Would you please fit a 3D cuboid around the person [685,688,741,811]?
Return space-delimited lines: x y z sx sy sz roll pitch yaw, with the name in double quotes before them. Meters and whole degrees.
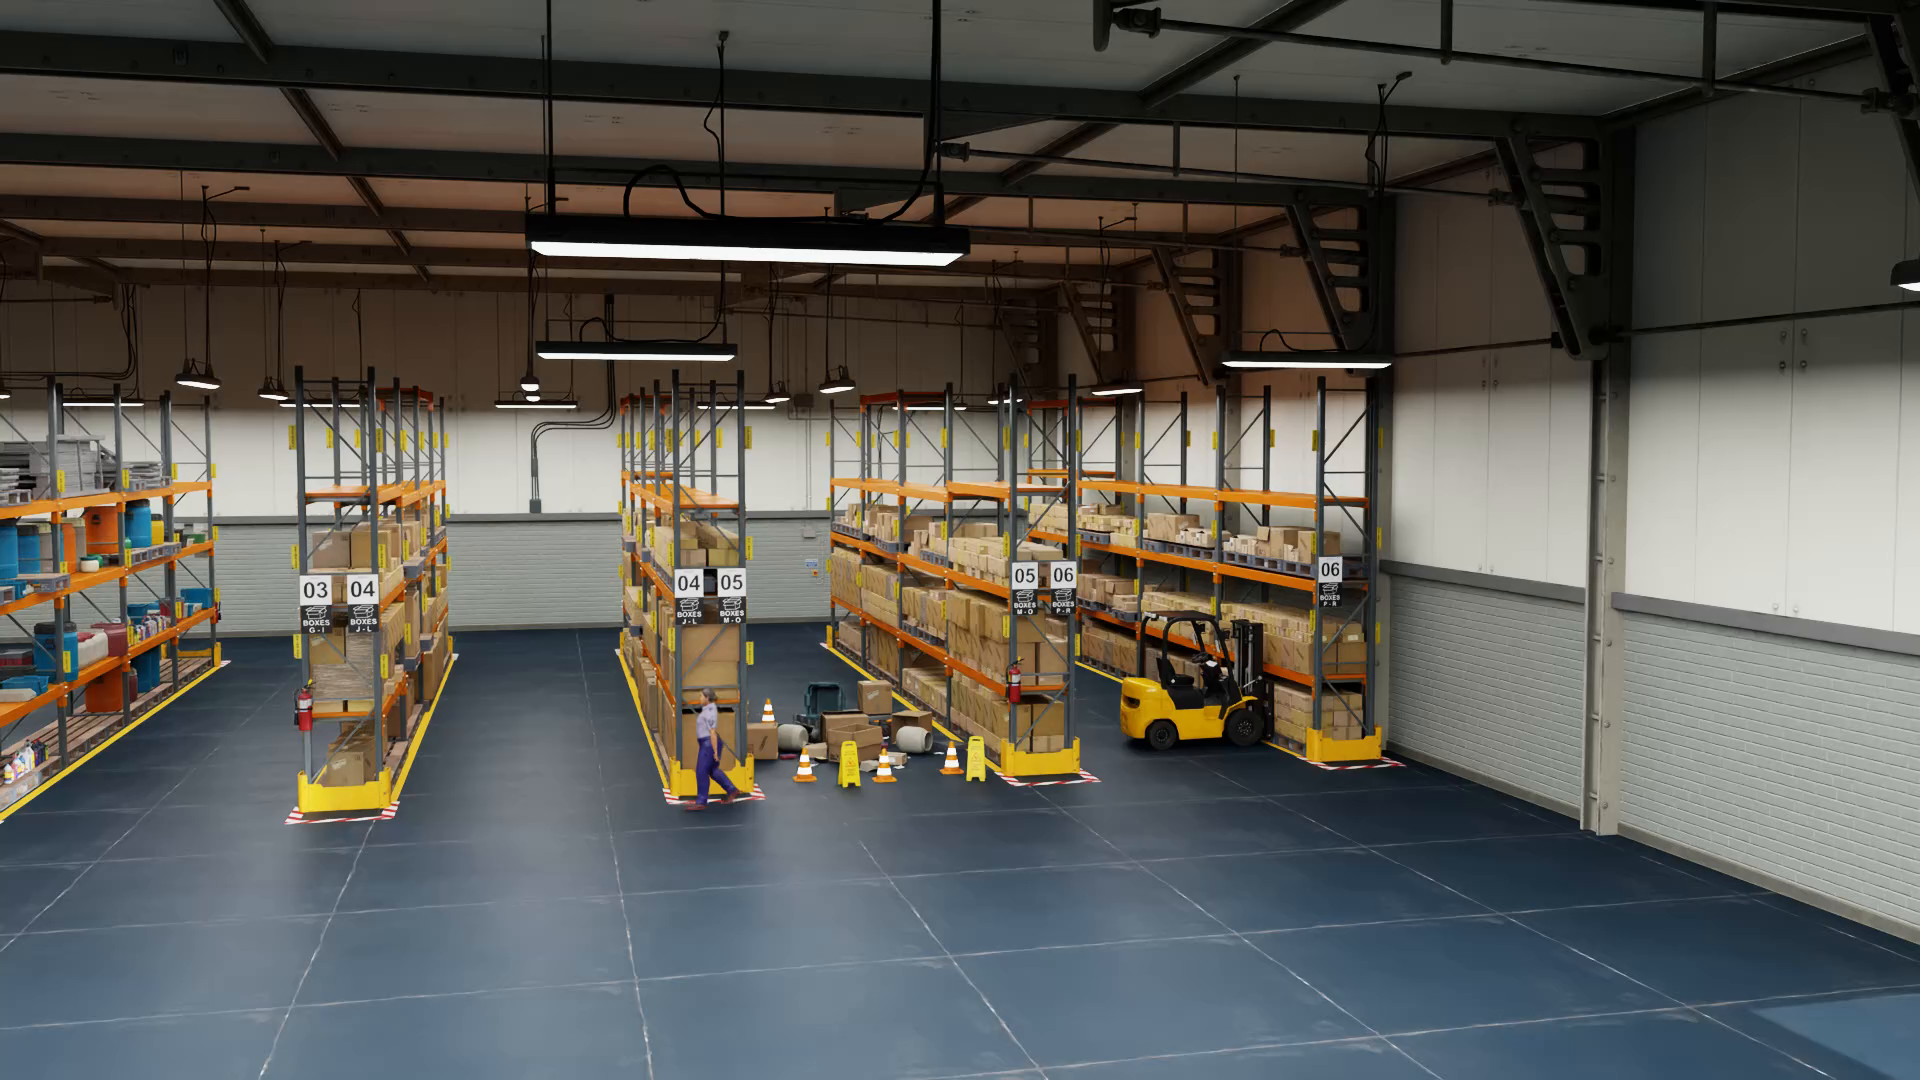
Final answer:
"person" -3.367 2.827 22.635 0.734 1.636 0.462 0 3 -5

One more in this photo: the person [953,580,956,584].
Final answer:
"person" -0.084 1.756 40.317 0.681 1.697 0.618 1 4 19
